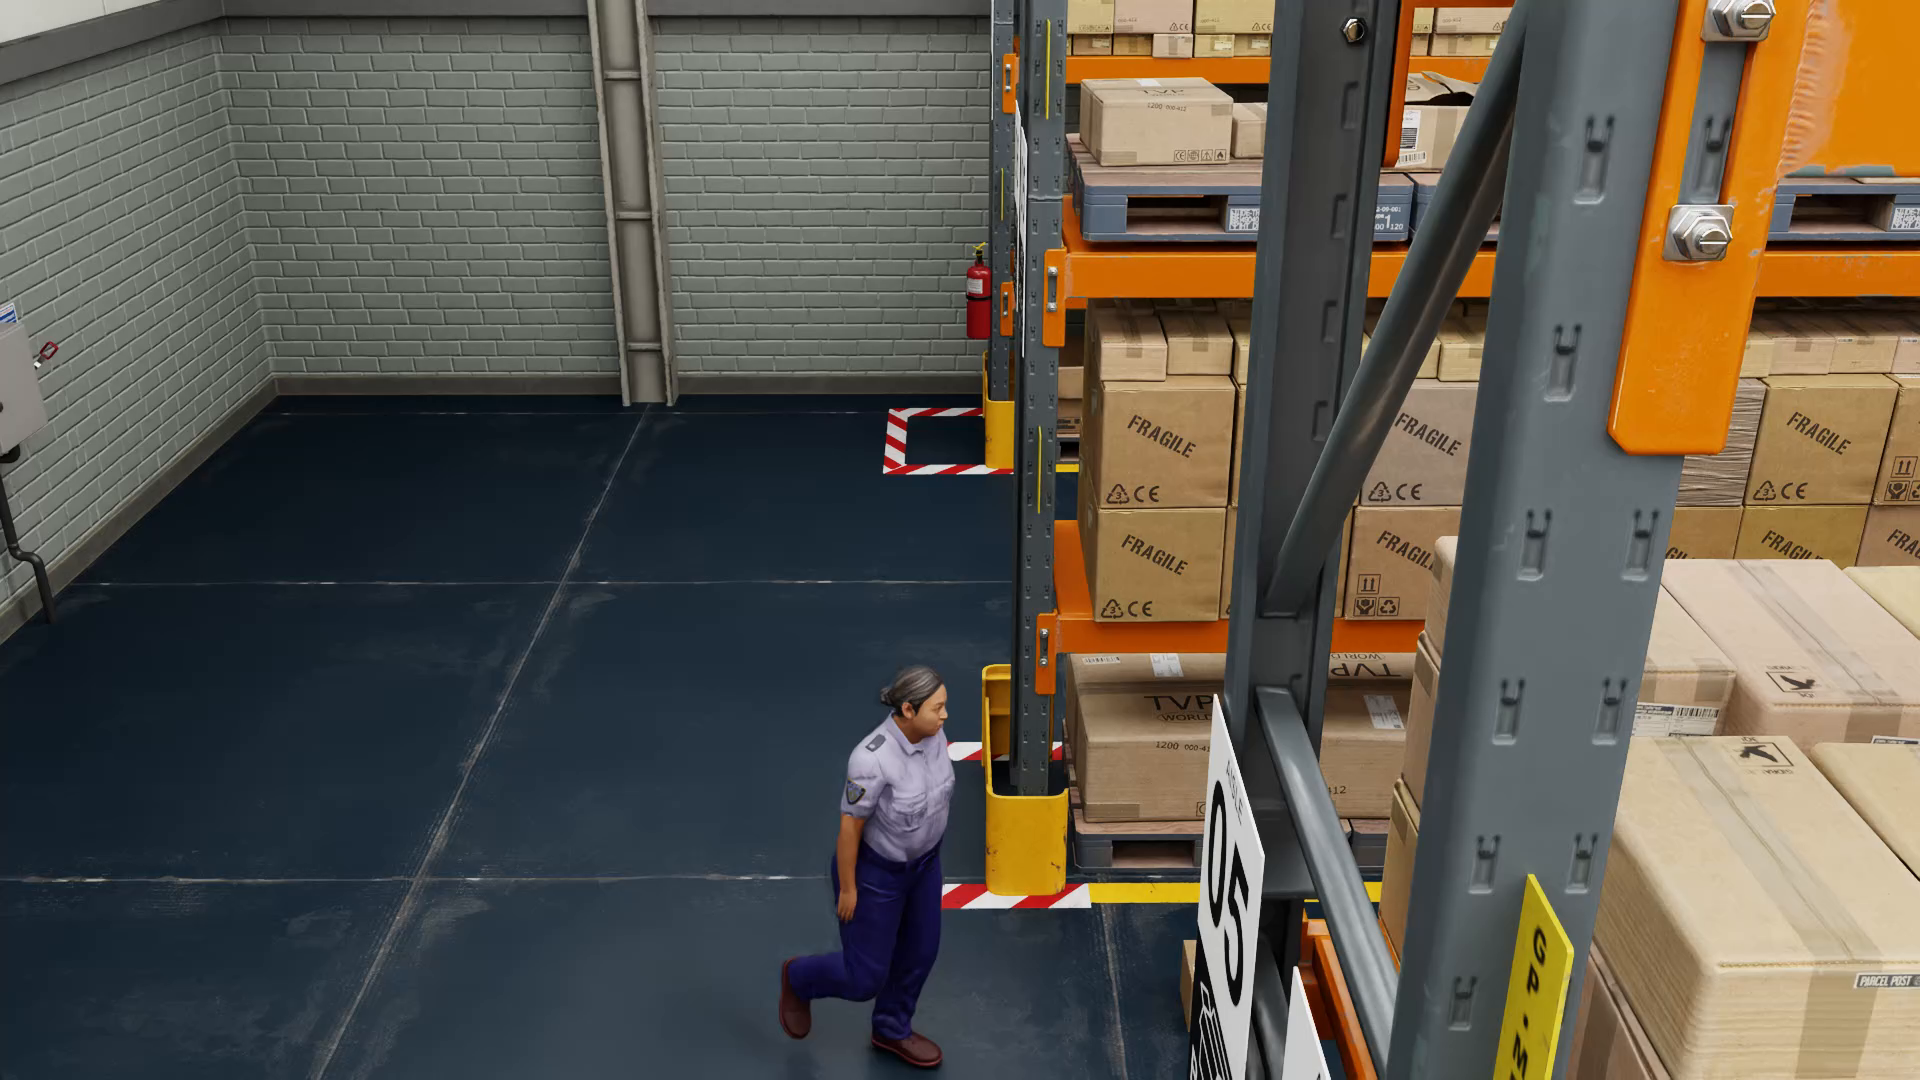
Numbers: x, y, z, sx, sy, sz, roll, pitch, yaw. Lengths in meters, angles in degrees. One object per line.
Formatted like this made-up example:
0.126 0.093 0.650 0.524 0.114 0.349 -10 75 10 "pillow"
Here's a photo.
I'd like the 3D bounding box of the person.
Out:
-0.331 1.157 6.038 0.611 1.625 0.548 17 29 33 "person"
